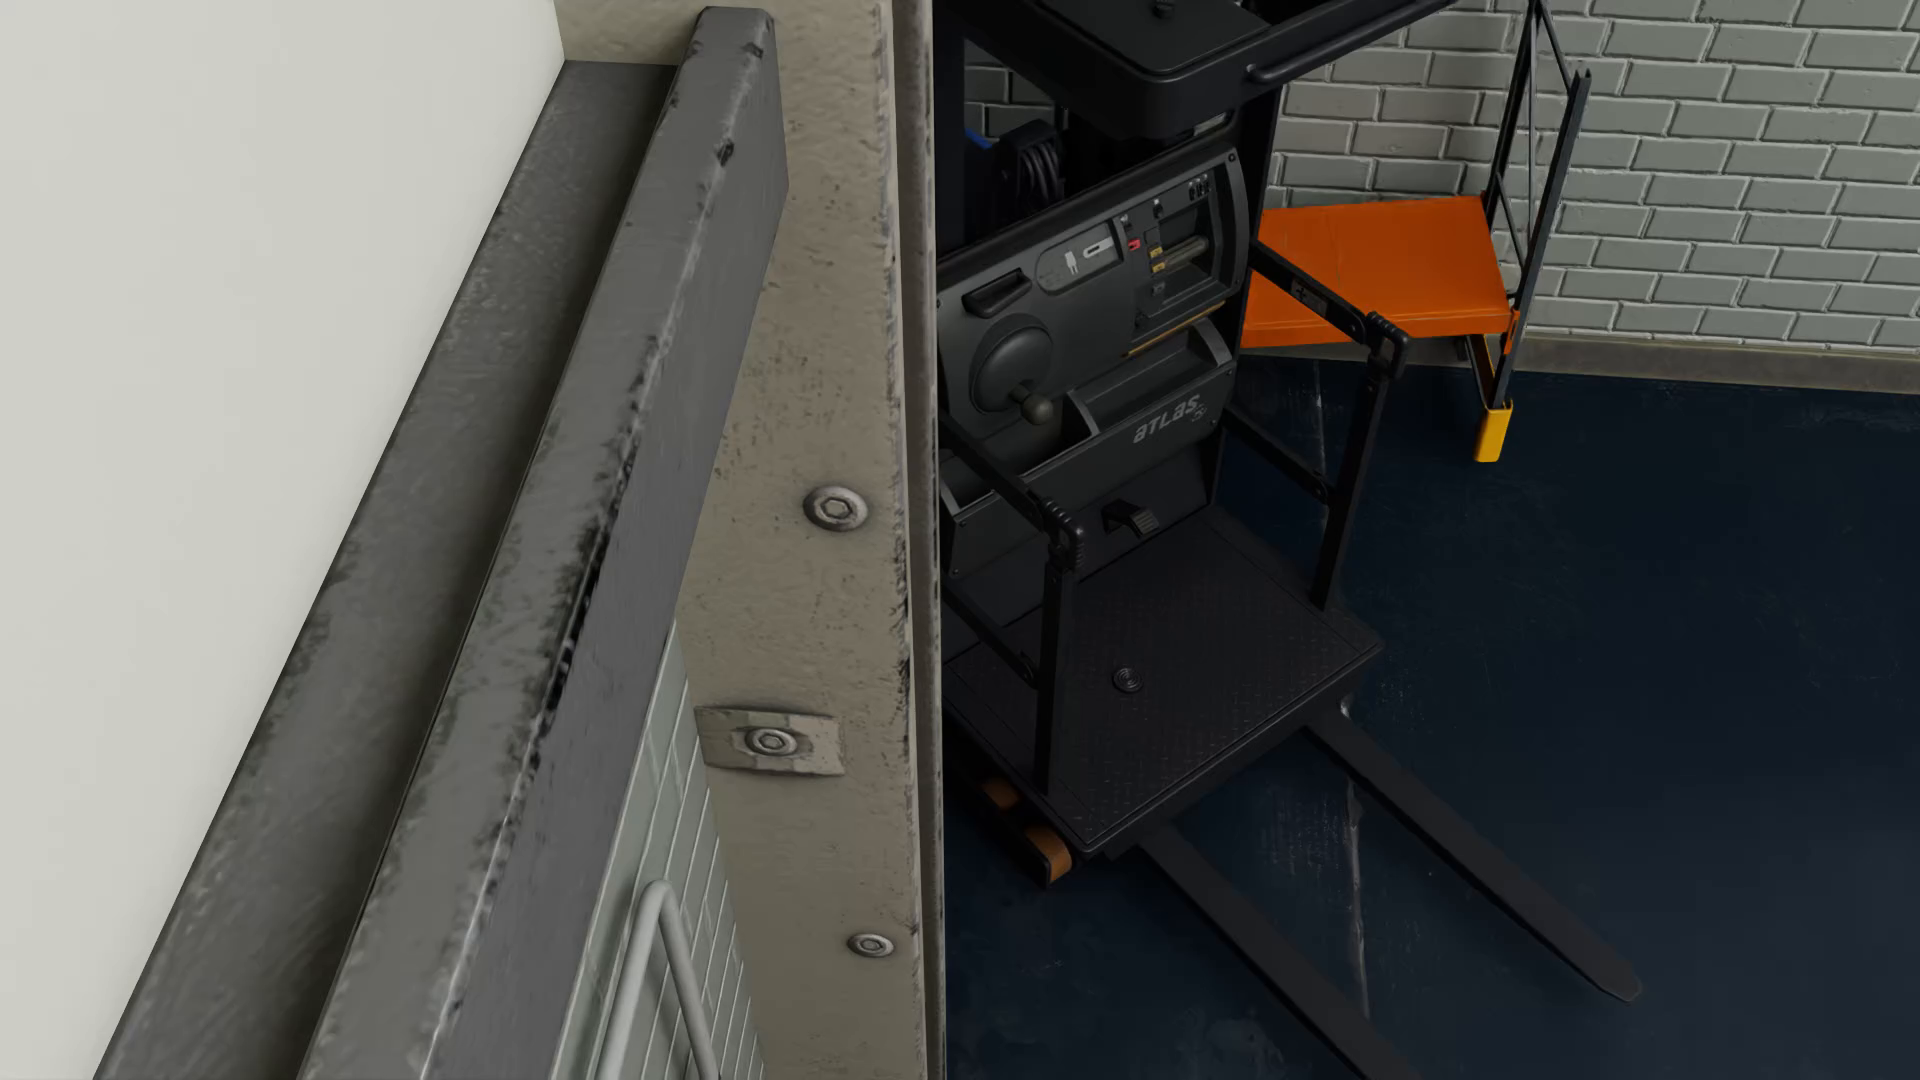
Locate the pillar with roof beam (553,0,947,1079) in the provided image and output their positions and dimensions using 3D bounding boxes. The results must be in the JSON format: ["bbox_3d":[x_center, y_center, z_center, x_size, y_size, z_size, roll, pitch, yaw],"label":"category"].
[{"bbox_3d":[4.084,-1.279,0.322,9.100,9.000,0.400,4,48,4],"label":"pillar with roof beam"}]

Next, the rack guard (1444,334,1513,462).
[{"bbox_3d":[1.686,-0.562,5.429,0.087,0.250,0.587,-3,54,4],"label":"rack guard"}]

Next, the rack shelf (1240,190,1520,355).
[{"bbox_3d":[1.143,-0.793,5.102,1.000,0.185,0.538,-3,54,4],"label":"rack shelf"}]

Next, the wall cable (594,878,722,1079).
[{"bbox_3d":[-0.413,1.151,1.476,0.084,1.984,1.851,4,48,4],"label":"wall cable"}]

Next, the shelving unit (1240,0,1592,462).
[{"bbox_3d":[1.136,-0.898,4.956,1.083,1.500,0.587,-3,54,4],"label":"shelving unit"}]

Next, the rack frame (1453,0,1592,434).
[{"bbox_3d":[1.634,-0.924,4.922,0.032,1.500,0.500,-3,54,4],"label":"rack frame"}]

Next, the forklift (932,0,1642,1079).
[{"bbox_3d":[0.443,-0.501,3.722,1.130,2.935,3.031,-30,54,-24],"label":"forklift"}]
